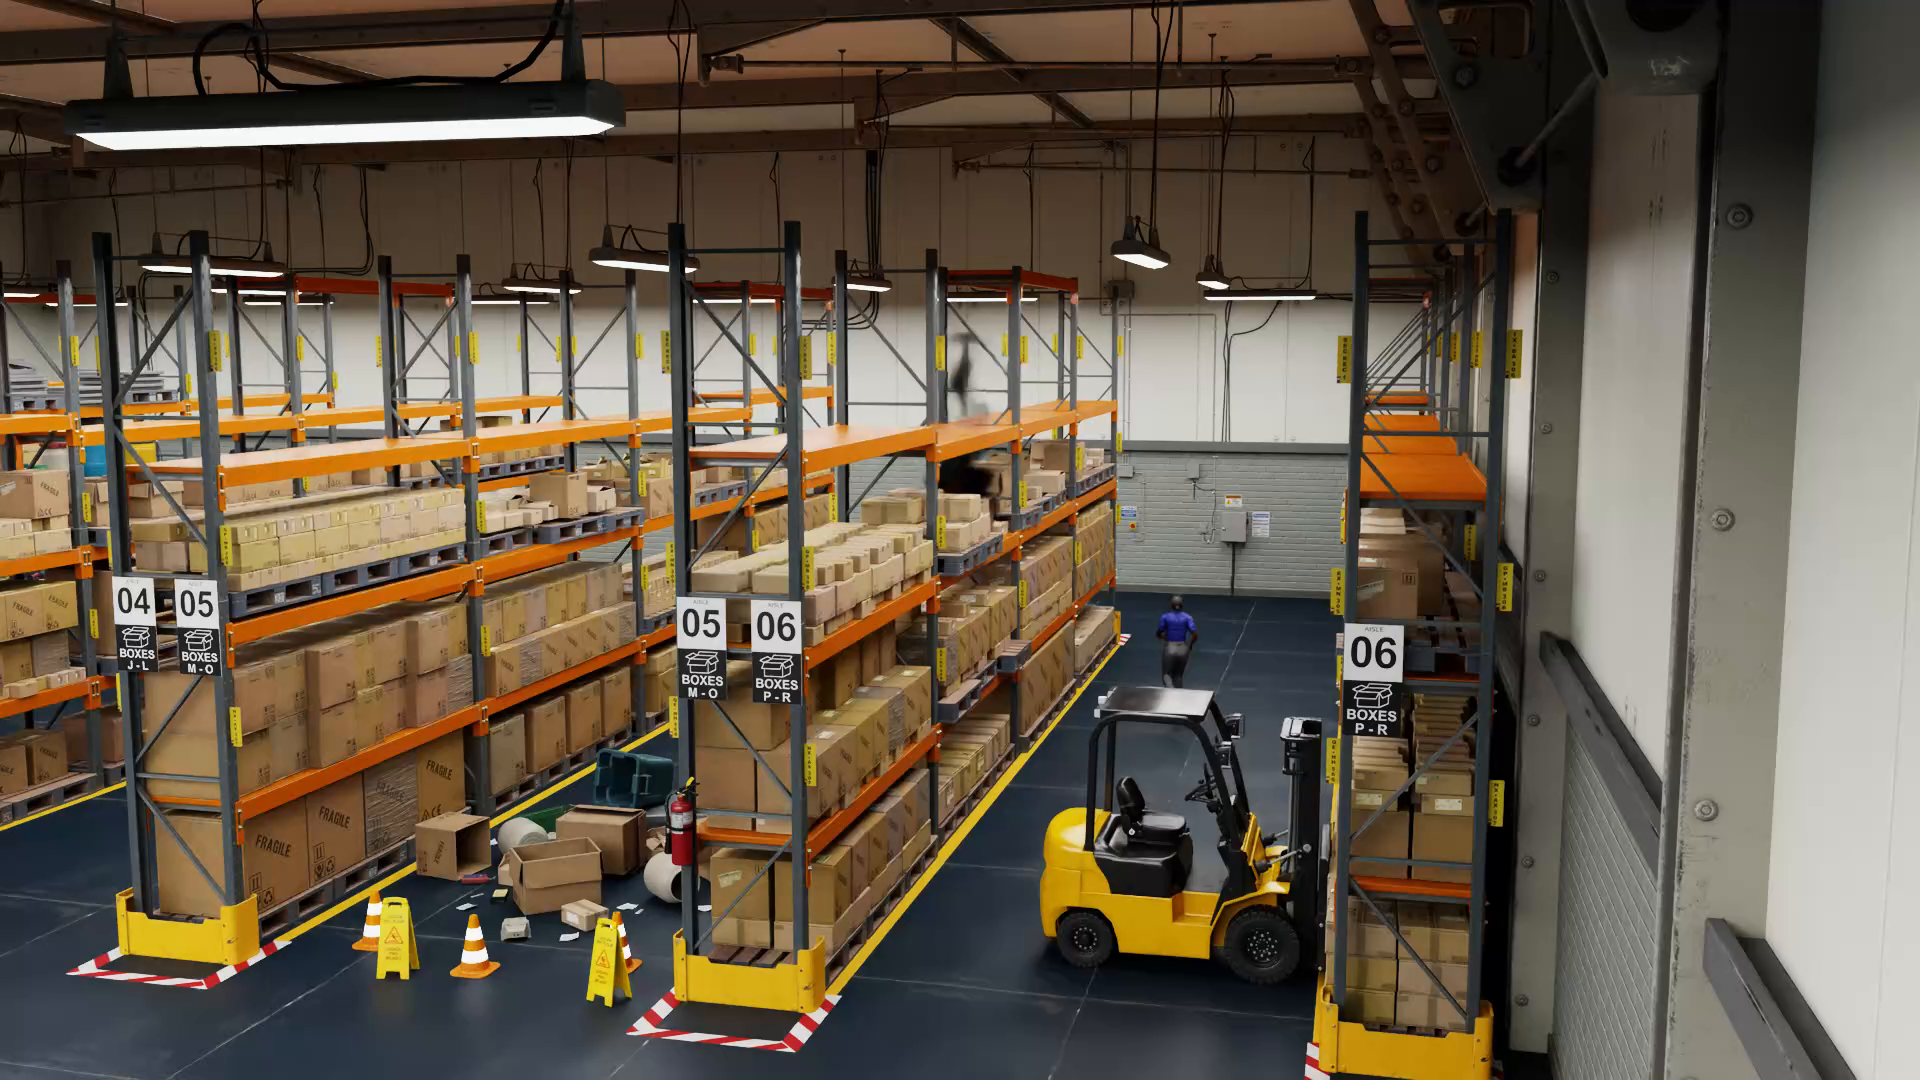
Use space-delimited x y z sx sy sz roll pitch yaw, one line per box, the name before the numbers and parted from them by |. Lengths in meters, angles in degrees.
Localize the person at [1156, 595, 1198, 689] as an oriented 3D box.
person | 2.991 1.567 22.994 0.571 1.613 0.665 0 7 2
